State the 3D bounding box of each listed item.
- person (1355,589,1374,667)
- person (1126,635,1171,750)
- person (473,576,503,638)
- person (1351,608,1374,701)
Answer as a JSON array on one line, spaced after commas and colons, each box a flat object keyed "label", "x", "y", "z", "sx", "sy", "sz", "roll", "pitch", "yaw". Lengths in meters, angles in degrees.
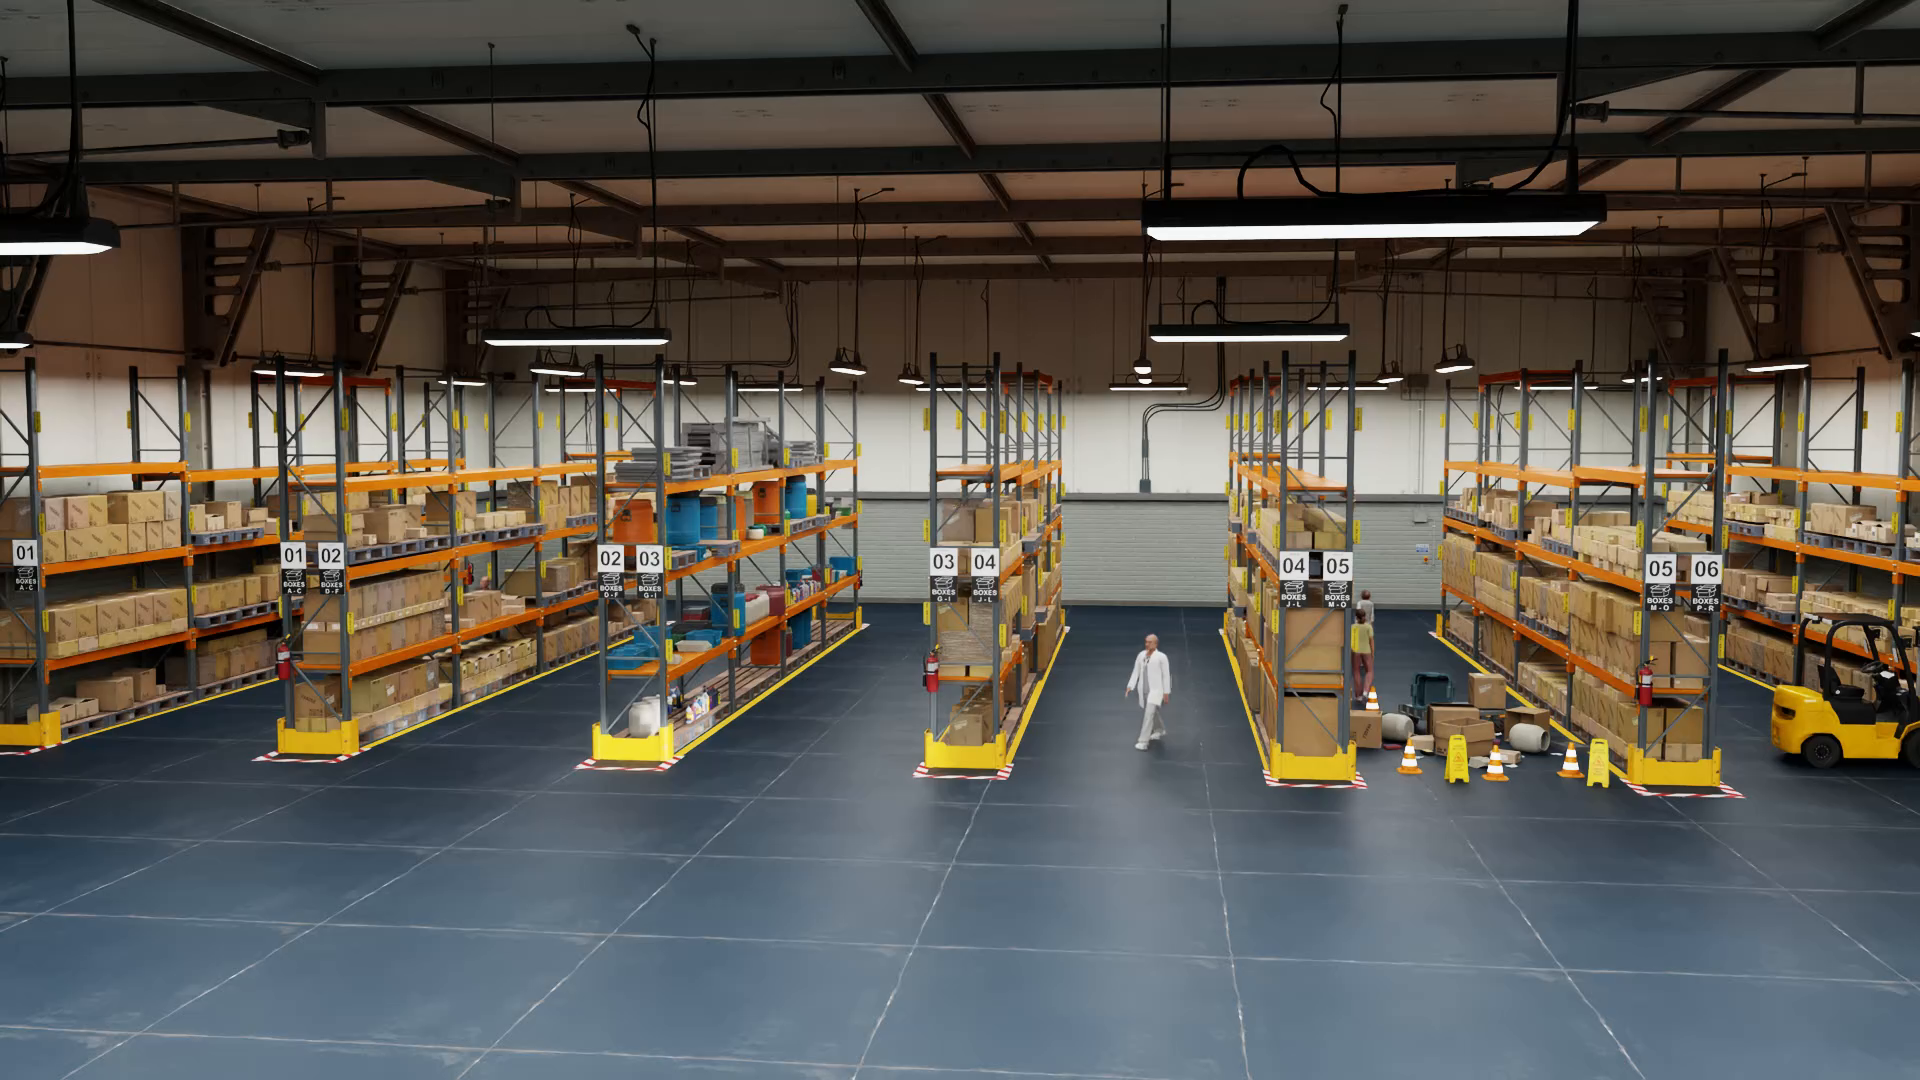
[{"label": "person", "x": 8.243, "y": 1.807, "z": 33.875, "sx": 0.469, "sy": 1.602, "sz": 0.547, "roll": -1, "pitch": 4, "yaw": -16}, {"label": "person", "x": 2.923, "y": 2.313, "z": 25.586, "sx": 0.639, "sy": 1.715, "sz": 1.207, "roll": 3, "pitch": 5, "yaw": 37}, {"label": "person", "x": -10.274, "y": 1.609, "z": 36.231, "sx": 0.691, "sy": 1.684, "sz": 0.665, "roll": 1, "pitch": 4, "yaw": 15}, {"label": "person", "x": 7.219, "y": 2.064, "z": 29.873, "sx": 0.489, "sy": 1.666, "sz": 0.516, "roll": 0, "pitch": 4, "yaw": 7}]
